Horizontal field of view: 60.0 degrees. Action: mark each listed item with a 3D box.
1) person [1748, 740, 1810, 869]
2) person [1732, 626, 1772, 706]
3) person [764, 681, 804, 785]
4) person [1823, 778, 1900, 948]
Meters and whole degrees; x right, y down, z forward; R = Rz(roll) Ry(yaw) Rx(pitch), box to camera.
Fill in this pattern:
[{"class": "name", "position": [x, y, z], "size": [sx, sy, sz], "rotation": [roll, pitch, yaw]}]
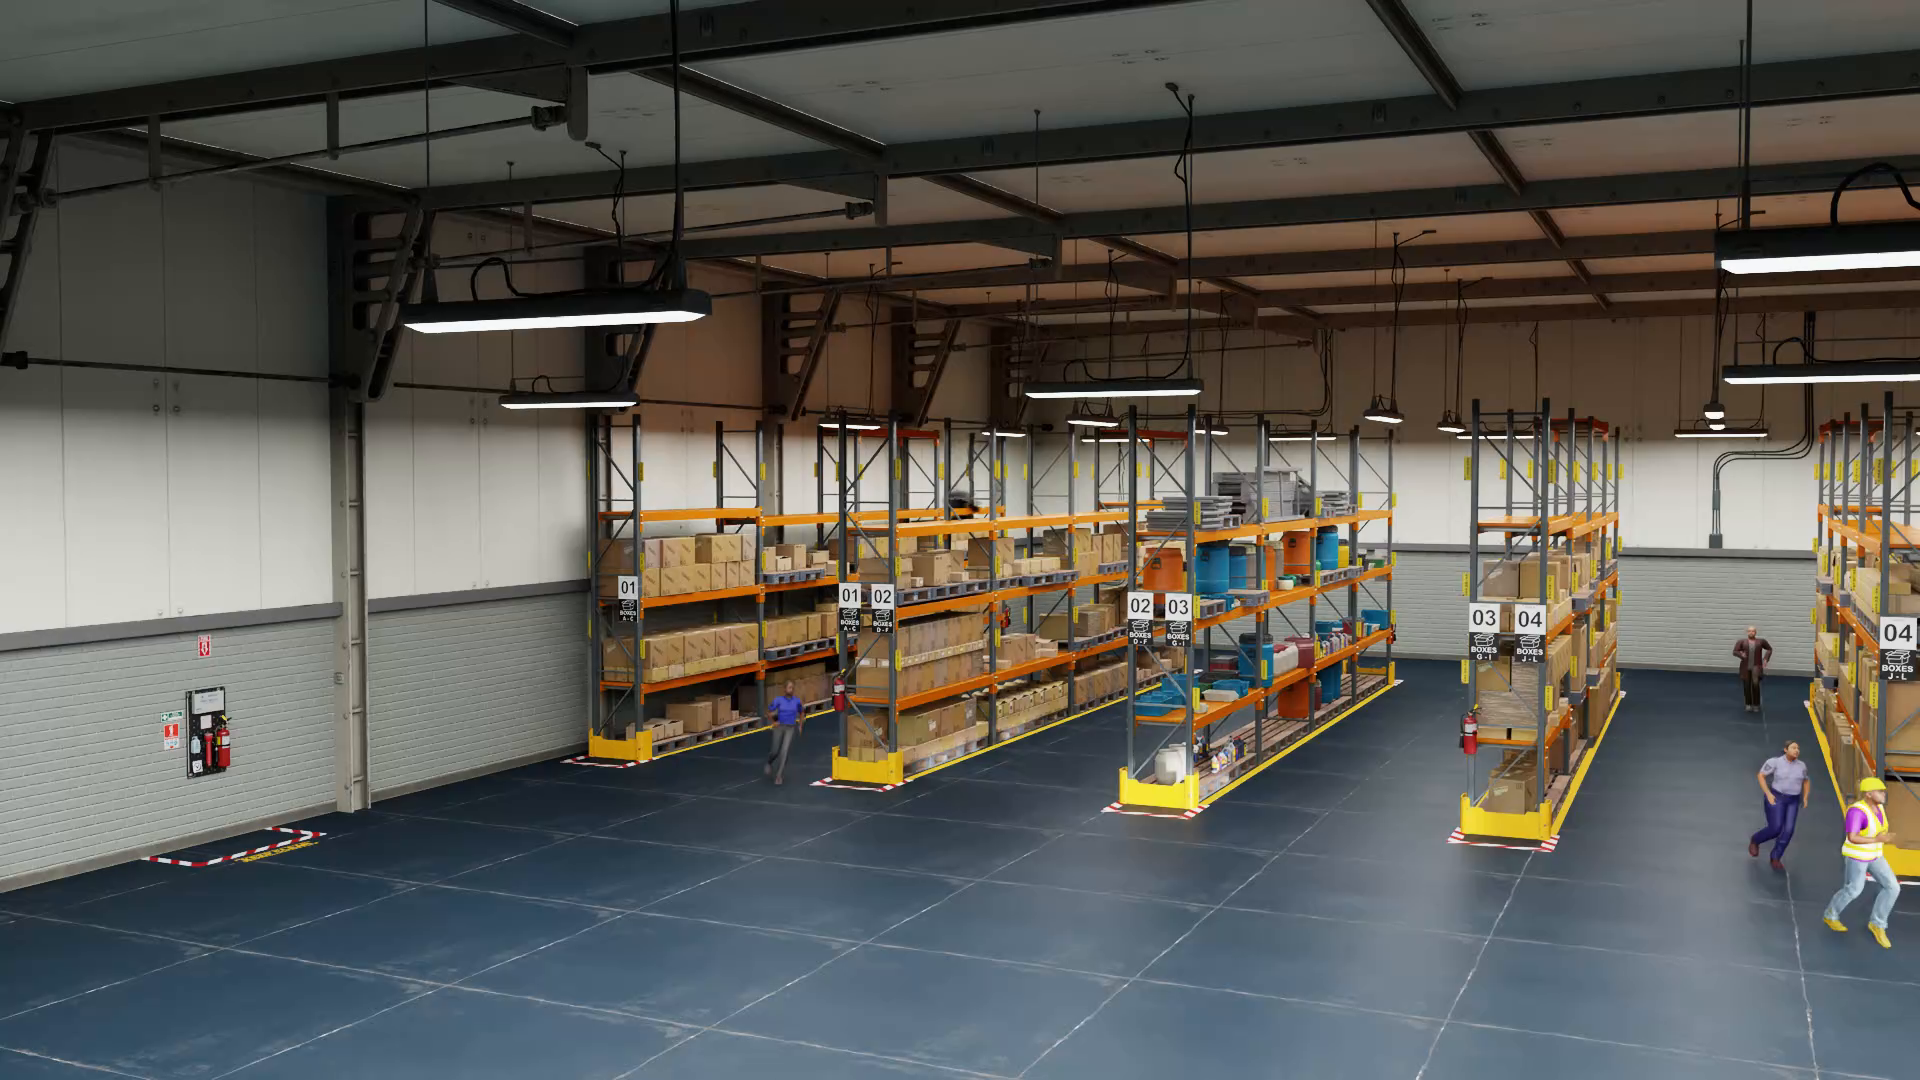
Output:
[{"class": "person", "position": [10.495, 3.344, 21.204], "size": [0.674, 1.591, 0.530], "rotation": [0, 2, -3]}, {"class": "person", "position": [16.460, 2.636, 34.591], "size": [0.721, 1.679, 0.741], "rotation": [1, 3, 31]}, {"class": "person", "position": [-2.802, 3.096, 26.843], "size": [0.640, 1.596, 0.782], "rotation": [-1, 2, -15]}, {"class": "person", "position": [9.601, 3.399, 17.700], "size": [0.728, 1.794, 0.840], "rotation": [-1, 3, -29]}]
